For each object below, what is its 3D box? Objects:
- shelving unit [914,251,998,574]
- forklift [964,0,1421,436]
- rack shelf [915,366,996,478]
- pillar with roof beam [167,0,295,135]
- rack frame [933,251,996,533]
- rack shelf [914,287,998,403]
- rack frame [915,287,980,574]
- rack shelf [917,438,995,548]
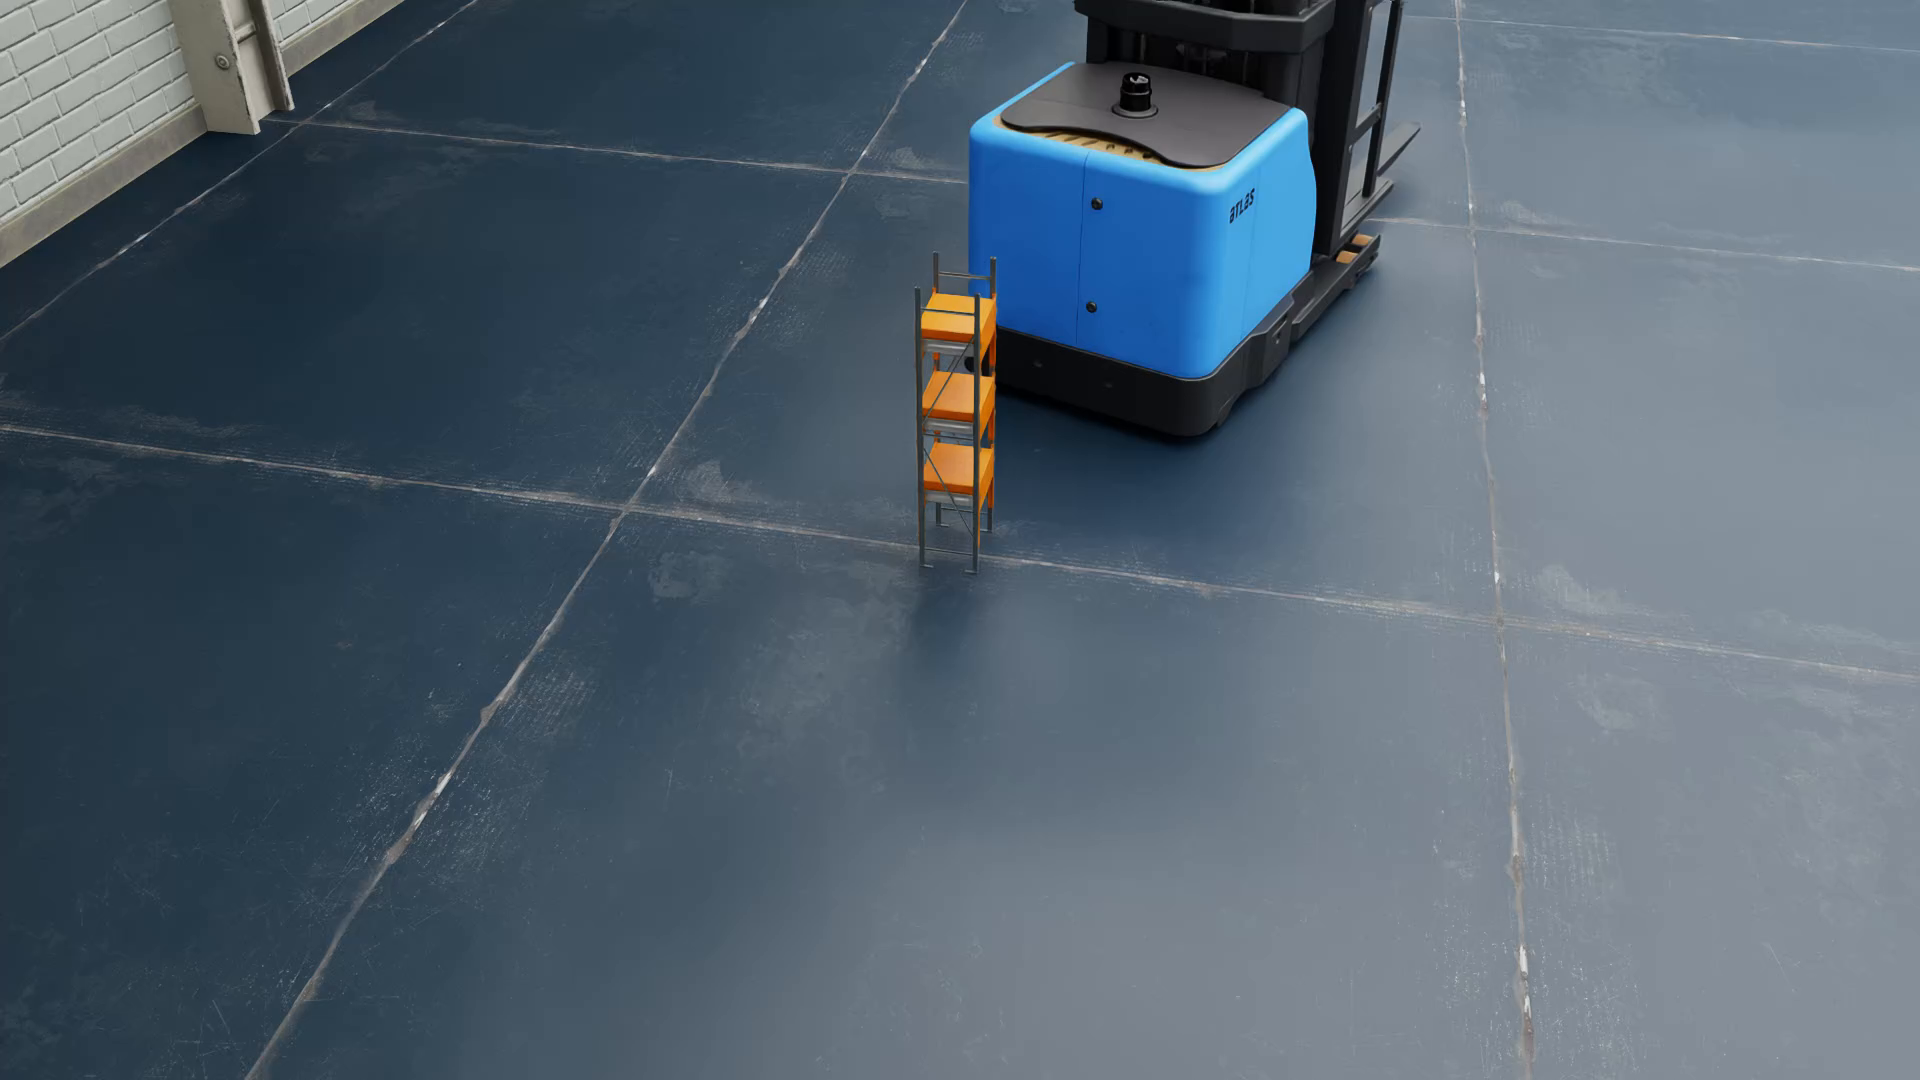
[{"bbox_3d":[-0.011,-0.394,5.400,0.215,1.050,0.252,7,37,10],"label":"shelving unit"},{"bbox_3d":[1.208,-2.408,6.574,1.130,2.935,3.031,19,40,25],"label":"forklift"},{"bbox_3d":[-0.011,-0.386,5.406,0.215,0.259,0.240,7,37,10],"label":"rack shelf"},{"bbox_3d":[0.425,-5.347,5.460,9.100,9.000,0.400,7,37,10],"label":"pillar with roof beam"},{"bbox_3d":[0.015,-0.464,5.496,0.200,1.050,0.008,7,37,10],"label":"rack frame"},{"bbox_3d":[-0.011,-0.616,5.239,0.215,0.259,0.240,7,37,10],"label":"rack shelf"},{"bbox_3d":[-0.038,-0.324,5.303,0.200,1.050,0.008,7,37,10],"label":"rack frame"},{"bbox_3d":[-0.011,-0.161,5.569,0.215,0.259,0.240,7,37,10],"label":"rack shelf"}]
